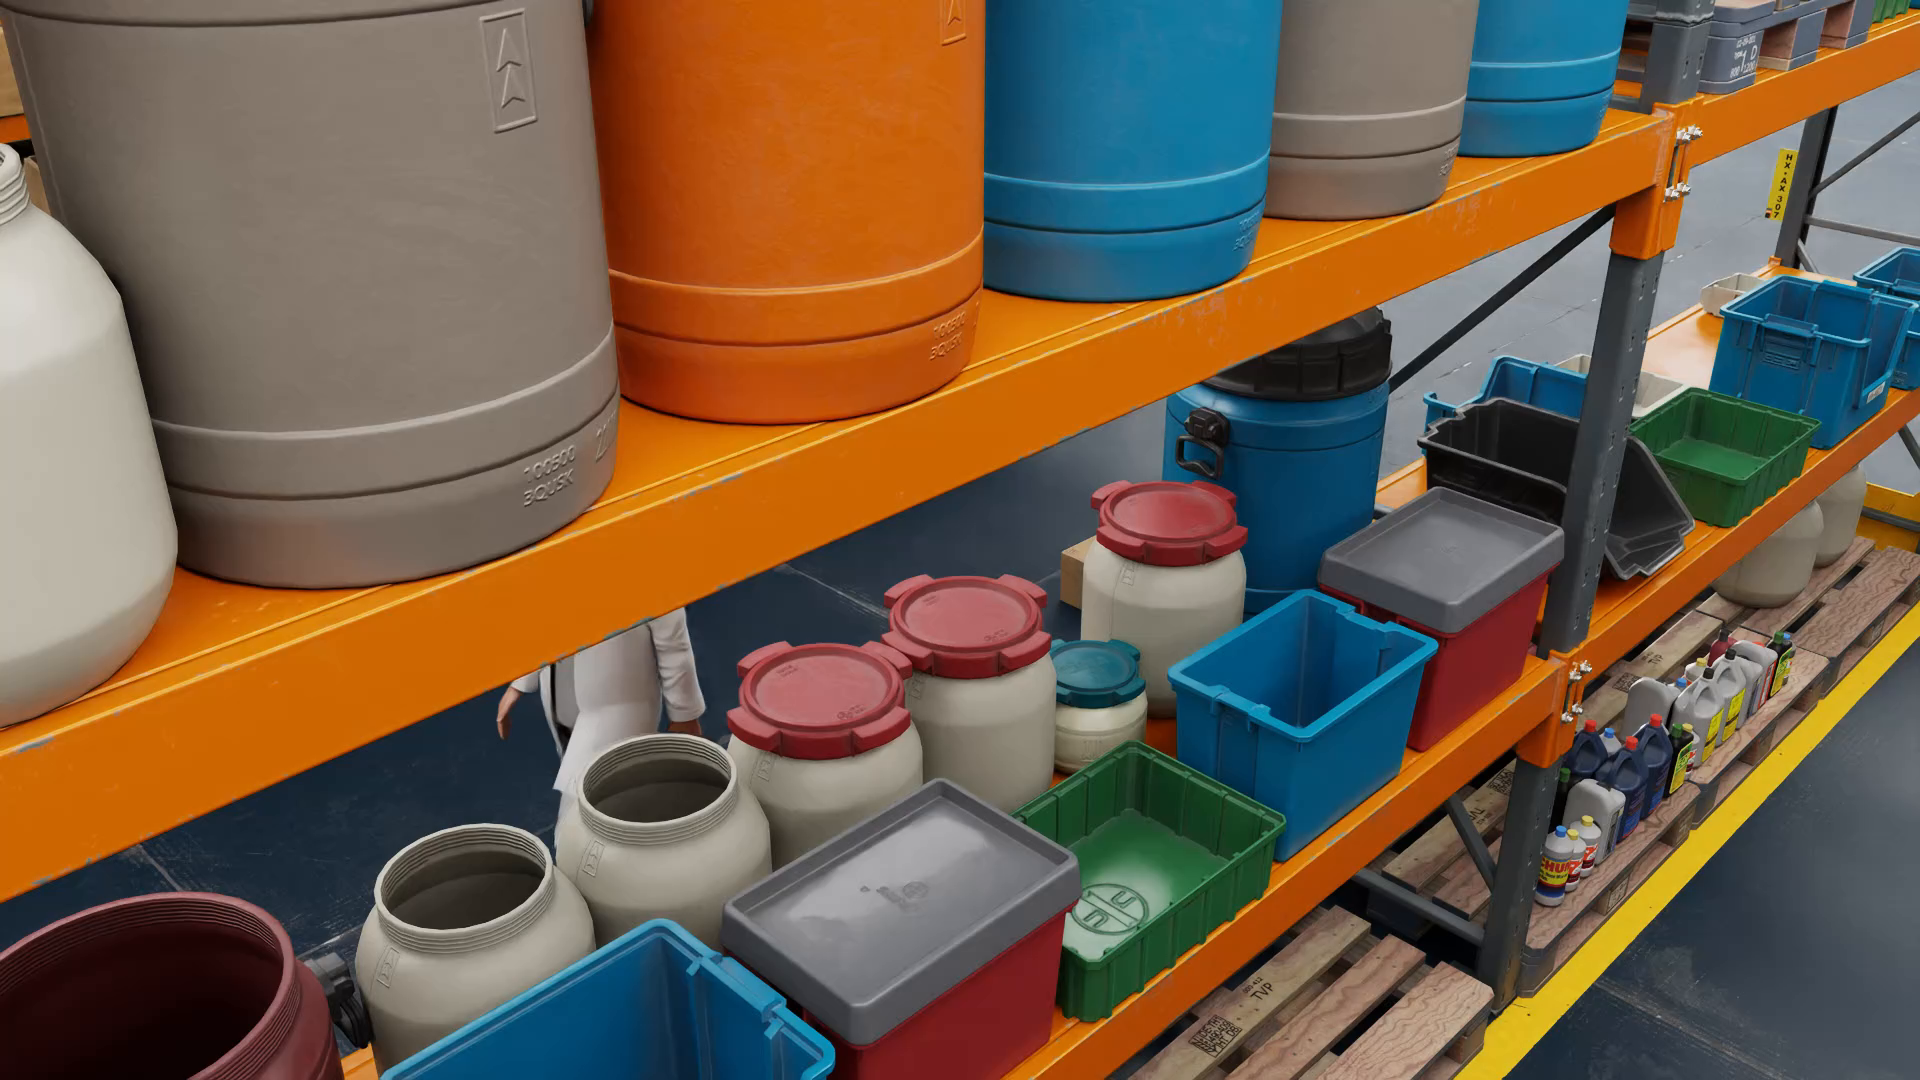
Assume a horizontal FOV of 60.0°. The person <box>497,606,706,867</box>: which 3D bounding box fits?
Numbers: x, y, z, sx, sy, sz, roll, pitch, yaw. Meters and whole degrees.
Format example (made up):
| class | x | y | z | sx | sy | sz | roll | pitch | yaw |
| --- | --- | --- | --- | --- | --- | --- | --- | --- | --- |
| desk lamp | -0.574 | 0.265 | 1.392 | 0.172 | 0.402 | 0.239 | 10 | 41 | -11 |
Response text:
| class | x | y | z | sx | sy | sz | roll | pitch | yaw |
| --- | --- | --- | --- | --- | --- | --- | --- | --- | --- |
| person | -1.131 | 0.504 | 5.159 | 0.611 | 1.735 | 1.048 | 19 | 33 | 33 |
